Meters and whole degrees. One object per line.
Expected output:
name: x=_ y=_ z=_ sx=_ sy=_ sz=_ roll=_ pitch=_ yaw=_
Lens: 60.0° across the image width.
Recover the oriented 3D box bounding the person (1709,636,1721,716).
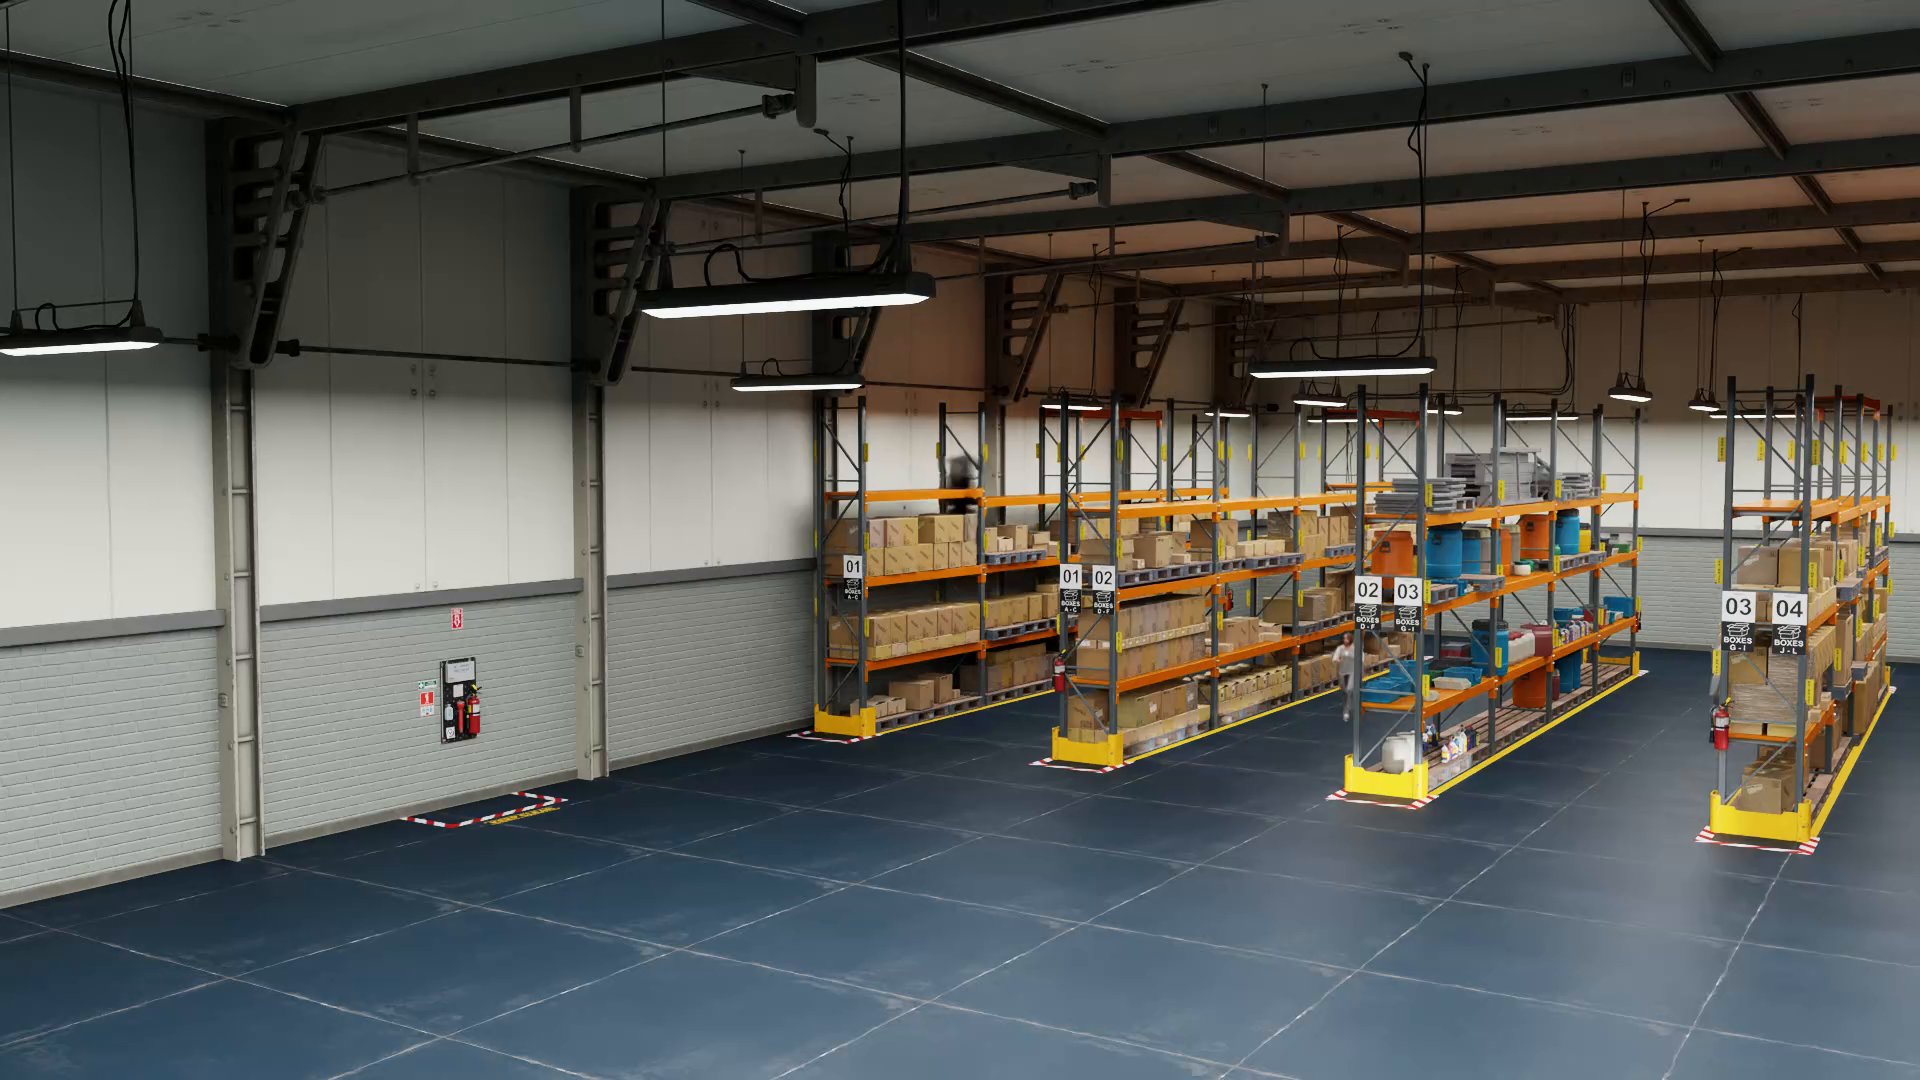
person: x=14.147 y=2.566 z=30.859 sx=0.574 sy=1.623 sz=0.707 roll=2 pitch=4 yaw=40

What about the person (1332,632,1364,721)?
person: x=7.295 y=2.542 z=31.270 sx=0.534 sy=1.626 sz=0.823 roll=1 pitch=3 yaw=25
